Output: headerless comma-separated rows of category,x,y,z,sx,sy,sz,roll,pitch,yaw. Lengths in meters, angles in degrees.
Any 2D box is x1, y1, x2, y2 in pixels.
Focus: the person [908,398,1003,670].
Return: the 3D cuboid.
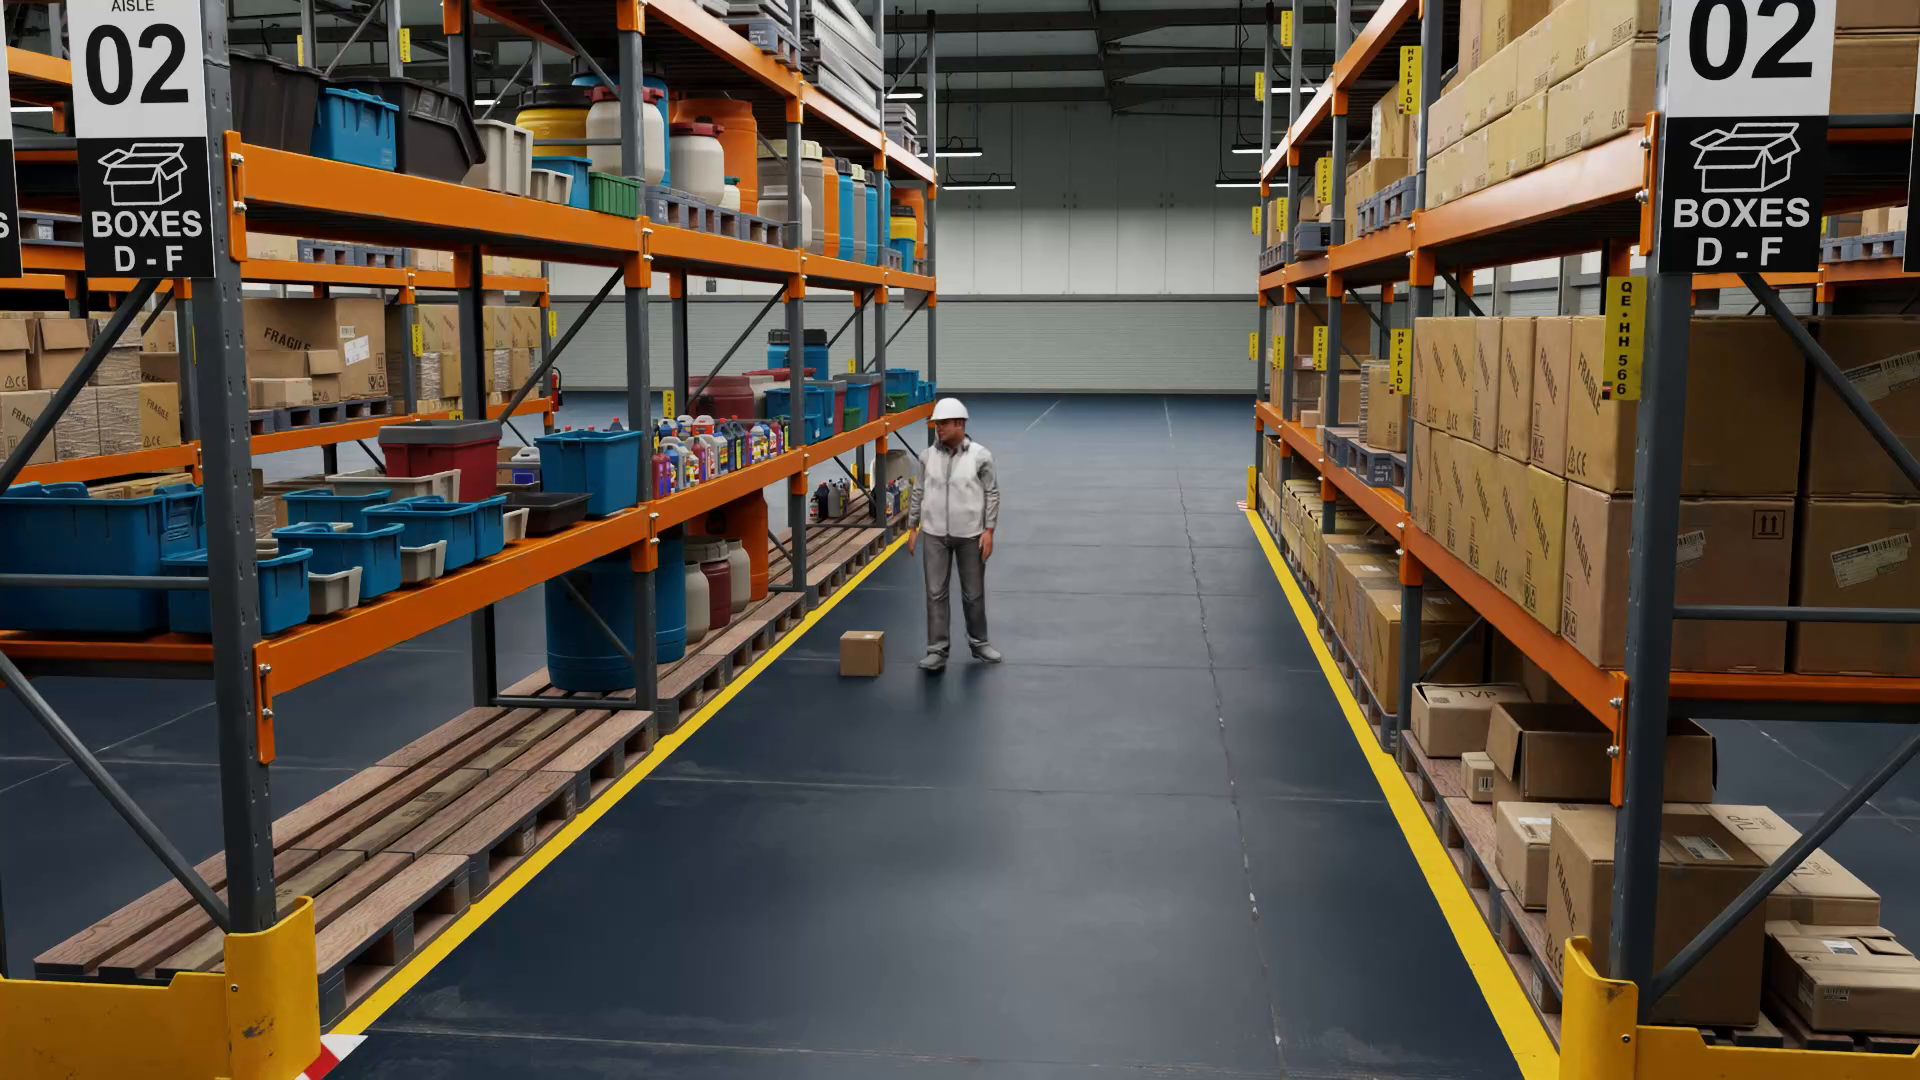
person,-0.050,-0.042,10.901,0.639,1.775,0.583,2,8,13
